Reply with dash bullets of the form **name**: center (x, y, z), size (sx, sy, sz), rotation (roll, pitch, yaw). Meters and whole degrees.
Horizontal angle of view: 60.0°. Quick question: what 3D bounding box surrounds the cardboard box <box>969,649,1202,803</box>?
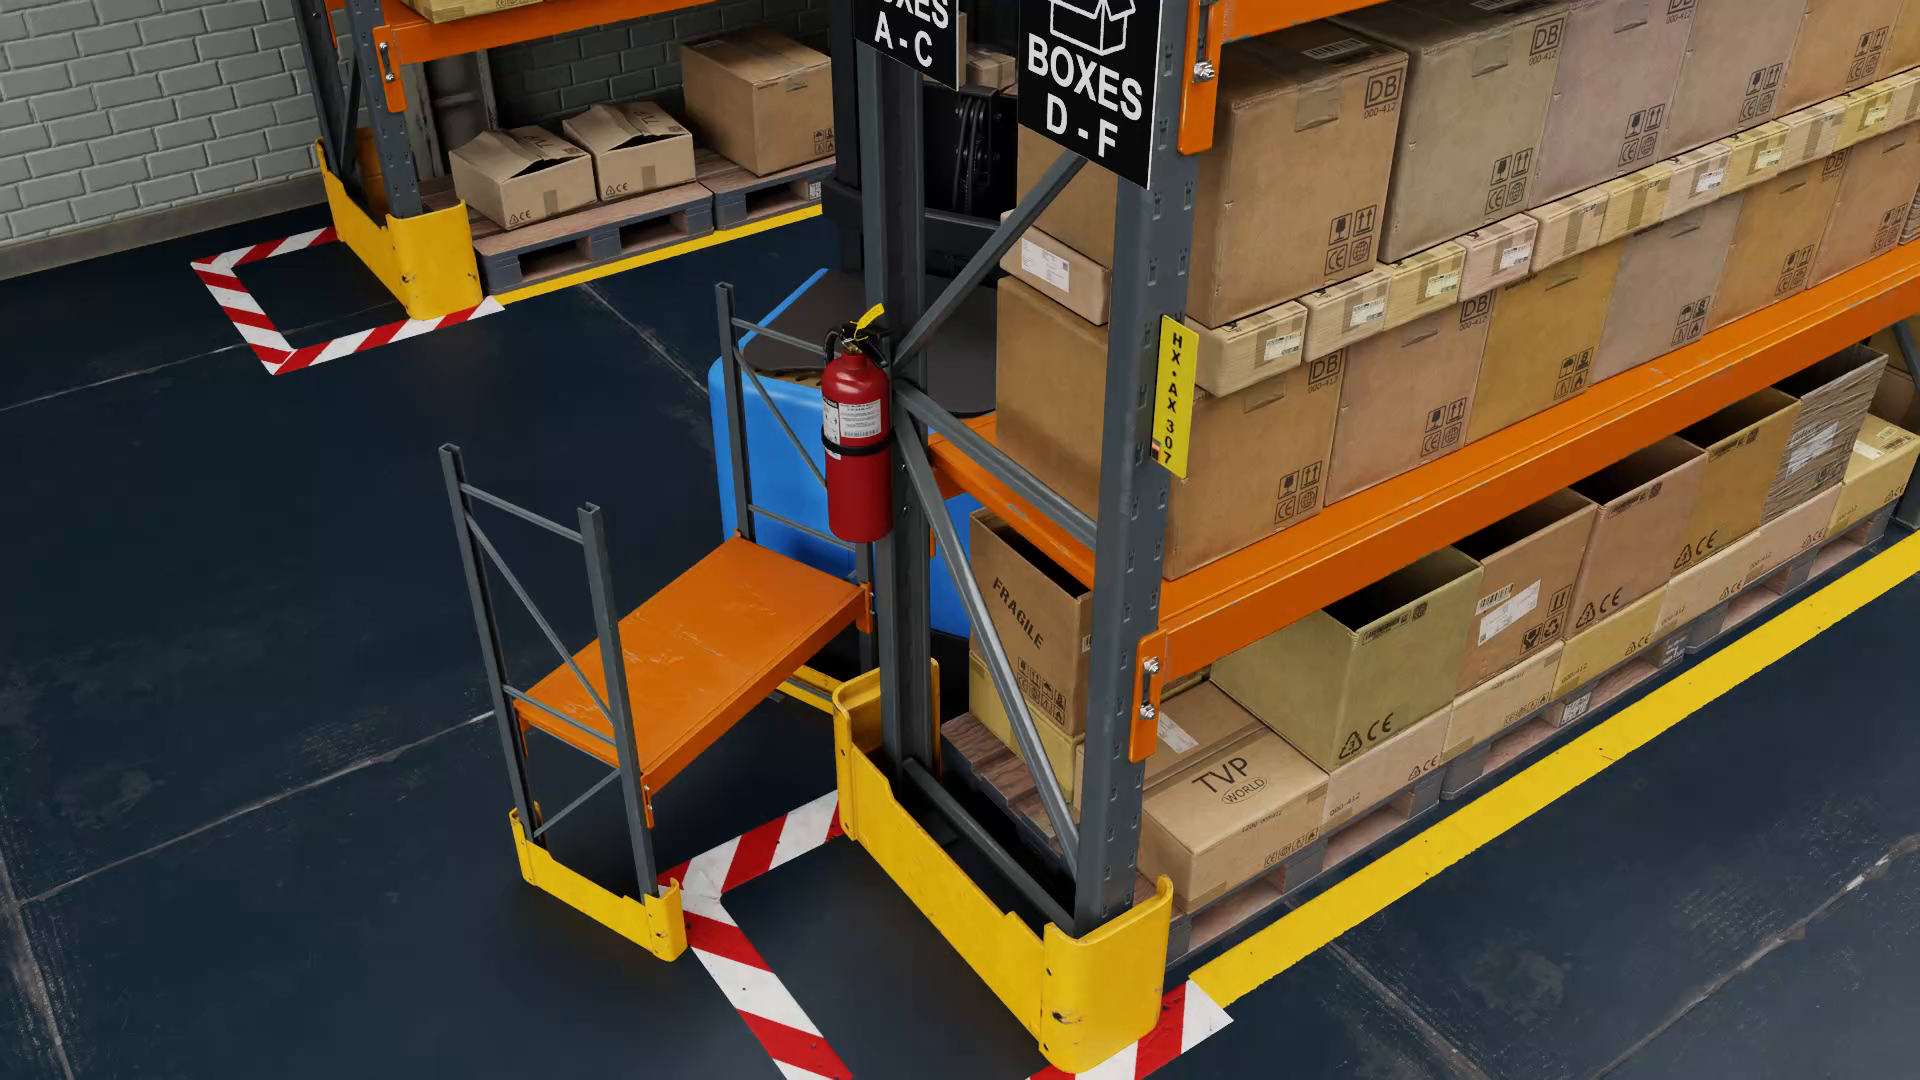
- **cardboard box**: center (0.373, 0.464, 5.031), size (0.500, 0.250, 0.500), rotation (-22, 41, -28)

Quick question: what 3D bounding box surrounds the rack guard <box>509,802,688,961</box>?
- **rack guard**: center (-1.024, 0.960, 4.701), size (0.587, 0.250, 0.087), rotation (21, 41, 27)

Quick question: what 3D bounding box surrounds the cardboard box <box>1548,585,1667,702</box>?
- **cardboard box**: center (1.898, 0.207, 5.388), size (0.500, 0.250, 0.500), rotation (-22, 41, -28)

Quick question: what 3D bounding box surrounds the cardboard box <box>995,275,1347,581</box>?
- **cardboard box**: center (0.493, -0.352, 4.085), size (0.500, 0.500, 0.700), rotation (-22, 41, -28)

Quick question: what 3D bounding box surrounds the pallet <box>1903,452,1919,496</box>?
- **pallet**: center (3.954, -0.640, 6.959), size (1.213, 0.211, 1.003), rotation (-22, 41, -28)

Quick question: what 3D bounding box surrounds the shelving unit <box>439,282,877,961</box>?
- **shelving unit**: center (-0.749, 0.210, 4.673), size (0.587, 1.500, 1.083), rotation (21, 41, 27)

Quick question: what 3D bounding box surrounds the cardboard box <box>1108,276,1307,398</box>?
- **cardboard box**: center (0.549, -0.494, 3.726), size (0.250, 0.149, 0.380), rotation (-23, 41, -28)

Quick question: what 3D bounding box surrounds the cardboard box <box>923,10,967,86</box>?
- **cardboard box**: center (-0.308, -2.664, 9.150), size (0.500, 0.500, 0.500), rotation (-26, 43, -31)

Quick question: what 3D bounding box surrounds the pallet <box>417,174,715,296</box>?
- **pallet**: center (-2.006, -1.673, 8.396), size (1.213, 0.211, 1.003), rotation (-22, 41, -28)

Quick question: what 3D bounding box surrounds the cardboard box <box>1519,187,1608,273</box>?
- **cardboard box**: center (1.392, -0.842, 4.210), size (0.250, 0.149, 0.380), rotation (-24, 42, -29)

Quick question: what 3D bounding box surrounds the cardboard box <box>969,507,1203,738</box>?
- **cardboard box**: center (0.371, 0.159, 4.814), size (0.500, 0.500, 0.500), rotation (-22, 41, -28)

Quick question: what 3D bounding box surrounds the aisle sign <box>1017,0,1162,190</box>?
- **aisle sign**: center (0.227, -1.047, 2.911), size (0.004, 0.787, 0.394), rotation (-22, 41, -28)

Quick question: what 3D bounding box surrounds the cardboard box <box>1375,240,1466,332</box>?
- **cardboard box**: center (0.968, -0.667, 3.967), size (0.250, 0.149, 0.380), rotation (-22, 41, -28)

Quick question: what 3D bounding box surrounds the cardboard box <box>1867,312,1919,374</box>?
- **cardboard box**: center (3.855, -0.808, 6.319), size (0.500, 0.311, 0.500), rotation (-22, 41, -28)

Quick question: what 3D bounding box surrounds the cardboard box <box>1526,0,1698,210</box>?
- **cardboard box**: center (1.375, -1.246, 4.216), size (0.500, 0.500, 0.700), rotation (-22, 41, -28)

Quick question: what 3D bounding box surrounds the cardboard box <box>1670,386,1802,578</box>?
- **cardboard box**: center (2.299, -0.272, 5.412), size (0.500, 0.500, 0.500), rotation (-22, 41, -28)

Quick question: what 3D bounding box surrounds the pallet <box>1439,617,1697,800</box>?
- **pallet**: center (1.702, 0.286, 5.671), size (1.213, 0.211, 1.003), rotation (-22, 41, -28)

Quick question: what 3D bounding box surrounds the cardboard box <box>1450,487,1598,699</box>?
- **cardboard box**: center (1.480, 0.063, 4.946), size (0.500, 0.500, 0.500), rotation (-22, 41, -28)

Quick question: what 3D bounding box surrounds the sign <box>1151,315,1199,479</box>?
- **sign**: center (0.419, -0.277, 3.257), size (0.005, 0.325, 0.100), rotation (-22, 41, -28)

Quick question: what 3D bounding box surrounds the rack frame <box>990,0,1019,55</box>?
- **rack frame**: center (0.517, -3.869, 9.060), size (0.127, 3.000, 1.000), rotation (-22, 41, -28)

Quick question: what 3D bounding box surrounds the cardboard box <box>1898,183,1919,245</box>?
- **cardboard box**: center (3.015, -1.394, 5.534), size (0.500, 0.500, 0.700), rotation (-24, 42, -29)

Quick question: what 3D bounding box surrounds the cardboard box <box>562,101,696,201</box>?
- **cardboard box**: center (-1.669, -1.992, 8.377), size (0.500, 0.311, 0.500), rotation (-19, 40, -24)

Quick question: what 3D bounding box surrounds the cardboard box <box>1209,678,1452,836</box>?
- **cardboard box**: center (1.078, 0.541, 4.924), size (0.500, 0.250, 0.500), rotation (-22, 41, -28)

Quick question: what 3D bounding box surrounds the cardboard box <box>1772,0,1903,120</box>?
- **cardboard box**: center (2.193, -1.582, 4.684), size (0.500, 0.500, 0.700), rotation (-22, 41, -28)

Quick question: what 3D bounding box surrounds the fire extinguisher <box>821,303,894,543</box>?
- **fire extinguisher**: center (-0.260, -0.311, 4.180), size (0.183, 0.674, 0.296), rotation (-22, 41, -28)

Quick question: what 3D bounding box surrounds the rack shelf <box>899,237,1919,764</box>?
- **rack shelf**: center (1.739, -0.541, 5.049), size (4.000, 0.370, 1.077), rotation (-22, 41, -28)

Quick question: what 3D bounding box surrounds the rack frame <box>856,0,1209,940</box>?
- **rack frame**: center (0.104, -0.160, 3.904), size (0.127, 3.000, 1.000), rotation (-22, 41, -28)

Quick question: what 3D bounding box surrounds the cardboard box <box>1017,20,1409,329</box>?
- **cardboard box**: center (0.537, -0.896, 3.731), size (0.500, 0.500, 0.700), rotation (-22, 41, -28)

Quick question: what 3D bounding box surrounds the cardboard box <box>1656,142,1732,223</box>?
- **cardboard box**: center (1.806, -1.010, 4.444), size (0.250, 0.149, 0.380), rotation (-22, 41, -27)

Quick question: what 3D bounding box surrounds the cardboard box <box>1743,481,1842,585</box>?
- **cardboard box**: center (2.707, -0.136, 5.866), size (0.500, 0.250, 0.500), rotation (-22, 41, -28)

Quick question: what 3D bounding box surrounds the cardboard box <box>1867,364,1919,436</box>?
- **cardboard box**: center (3.846, -0.577, 6.479), size (0.500, 0.250, 0.500), rotation (-23, 42, -29)

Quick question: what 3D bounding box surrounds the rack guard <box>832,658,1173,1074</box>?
- **rack guard**: center (0.085, 0.863, 4.623), size (0.348, 0.500, 1.175), rotation (-22, 41, -28)

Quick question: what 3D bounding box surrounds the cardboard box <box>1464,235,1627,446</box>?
- **cardboard box**: center (1.329, -0.695, 4.562), size (0.500, 0.500, 0.700), rotation (-22, 41, -28)

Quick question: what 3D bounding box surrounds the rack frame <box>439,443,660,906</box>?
- **rack frame**: center (-1.035, 0.462, 4.323), size (0.500, 1.500, 0.032), rotation (21, 41, 27)

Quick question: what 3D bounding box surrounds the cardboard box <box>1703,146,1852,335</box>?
- **cardboard box**: center (2.175, -1.047, 5.051), size (0.500, 0.500, 0.700), rotation (-22, 41, -27)

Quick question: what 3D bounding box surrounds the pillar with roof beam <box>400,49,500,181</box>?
- **pillar with roof beam**: center (-0.198, -3.553, 3.482), size (0.400, 9.000, 9.100), rotation (-22, 41, -28)

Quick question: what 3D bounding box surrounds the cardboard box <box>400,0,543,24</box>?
- **cardboard box**: center (-2.170, -2.483, 7.245), size (0.500, 0.250, 0.500), rotation (-24, 42, -29)

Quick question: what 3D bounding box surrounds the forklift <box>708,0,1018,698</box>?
- **forklift**: center (0.252, -1.524, 5.858), size (1.130, 2.935, 3.031), rotation (14, 38, 19)

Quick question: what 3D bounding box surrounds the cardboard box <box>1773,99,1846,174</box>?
- **cardboard box**: center (2.236, -1.190, 4.694), size (0.250, 0.149, 0.380), rotation (-21, 41, -27)

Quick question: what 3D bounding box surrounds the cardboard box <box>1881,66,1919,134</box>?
- **cardboard box**: center (2.645, -1.356, 4.925), size (0.250, 0.149, 0.380), rotation (-22, 41, -28)
